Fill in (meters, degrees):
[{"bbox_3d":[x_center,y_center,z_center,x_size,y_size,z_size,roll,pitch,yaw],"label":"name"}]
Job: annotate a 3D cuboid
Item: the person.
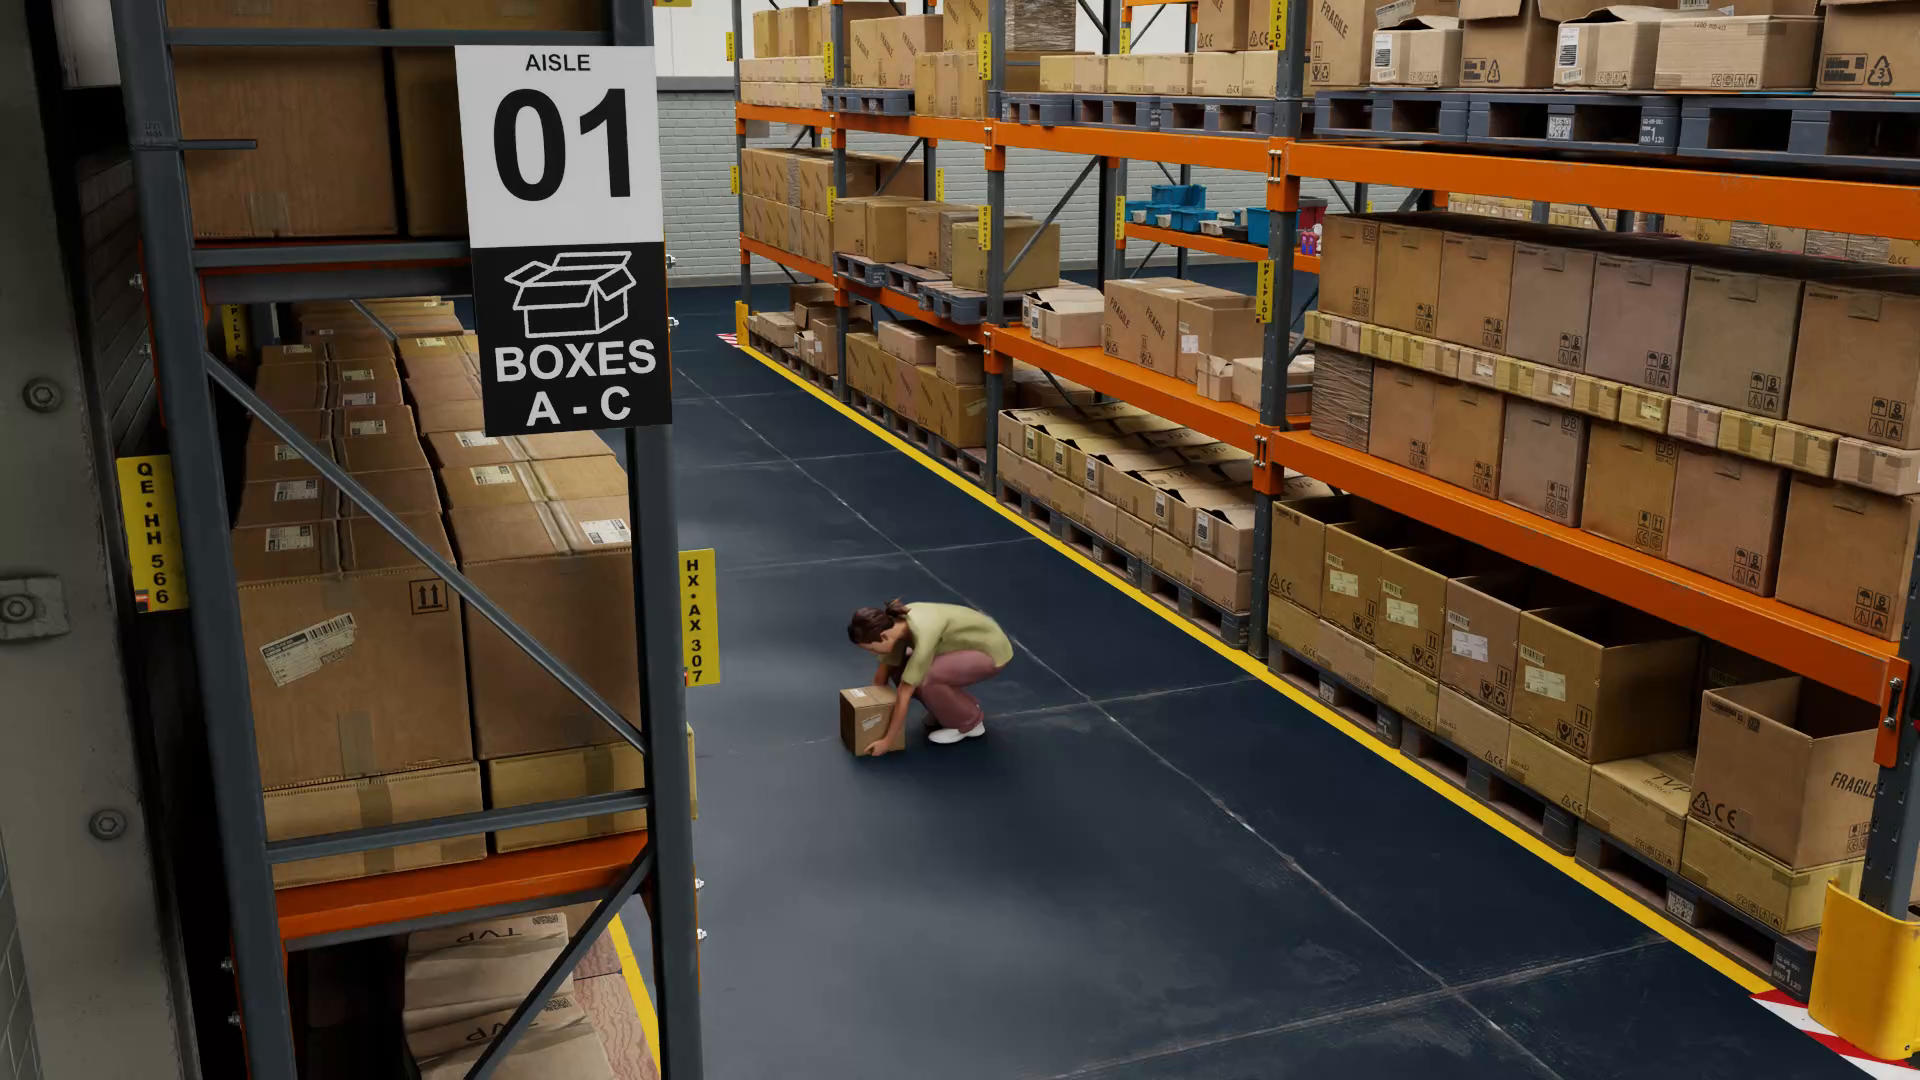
[{"bbox_3d":[-0.150,0.637,8.109,0.839,0.810,0.463,-6,17,-21],"label":"person"}]
